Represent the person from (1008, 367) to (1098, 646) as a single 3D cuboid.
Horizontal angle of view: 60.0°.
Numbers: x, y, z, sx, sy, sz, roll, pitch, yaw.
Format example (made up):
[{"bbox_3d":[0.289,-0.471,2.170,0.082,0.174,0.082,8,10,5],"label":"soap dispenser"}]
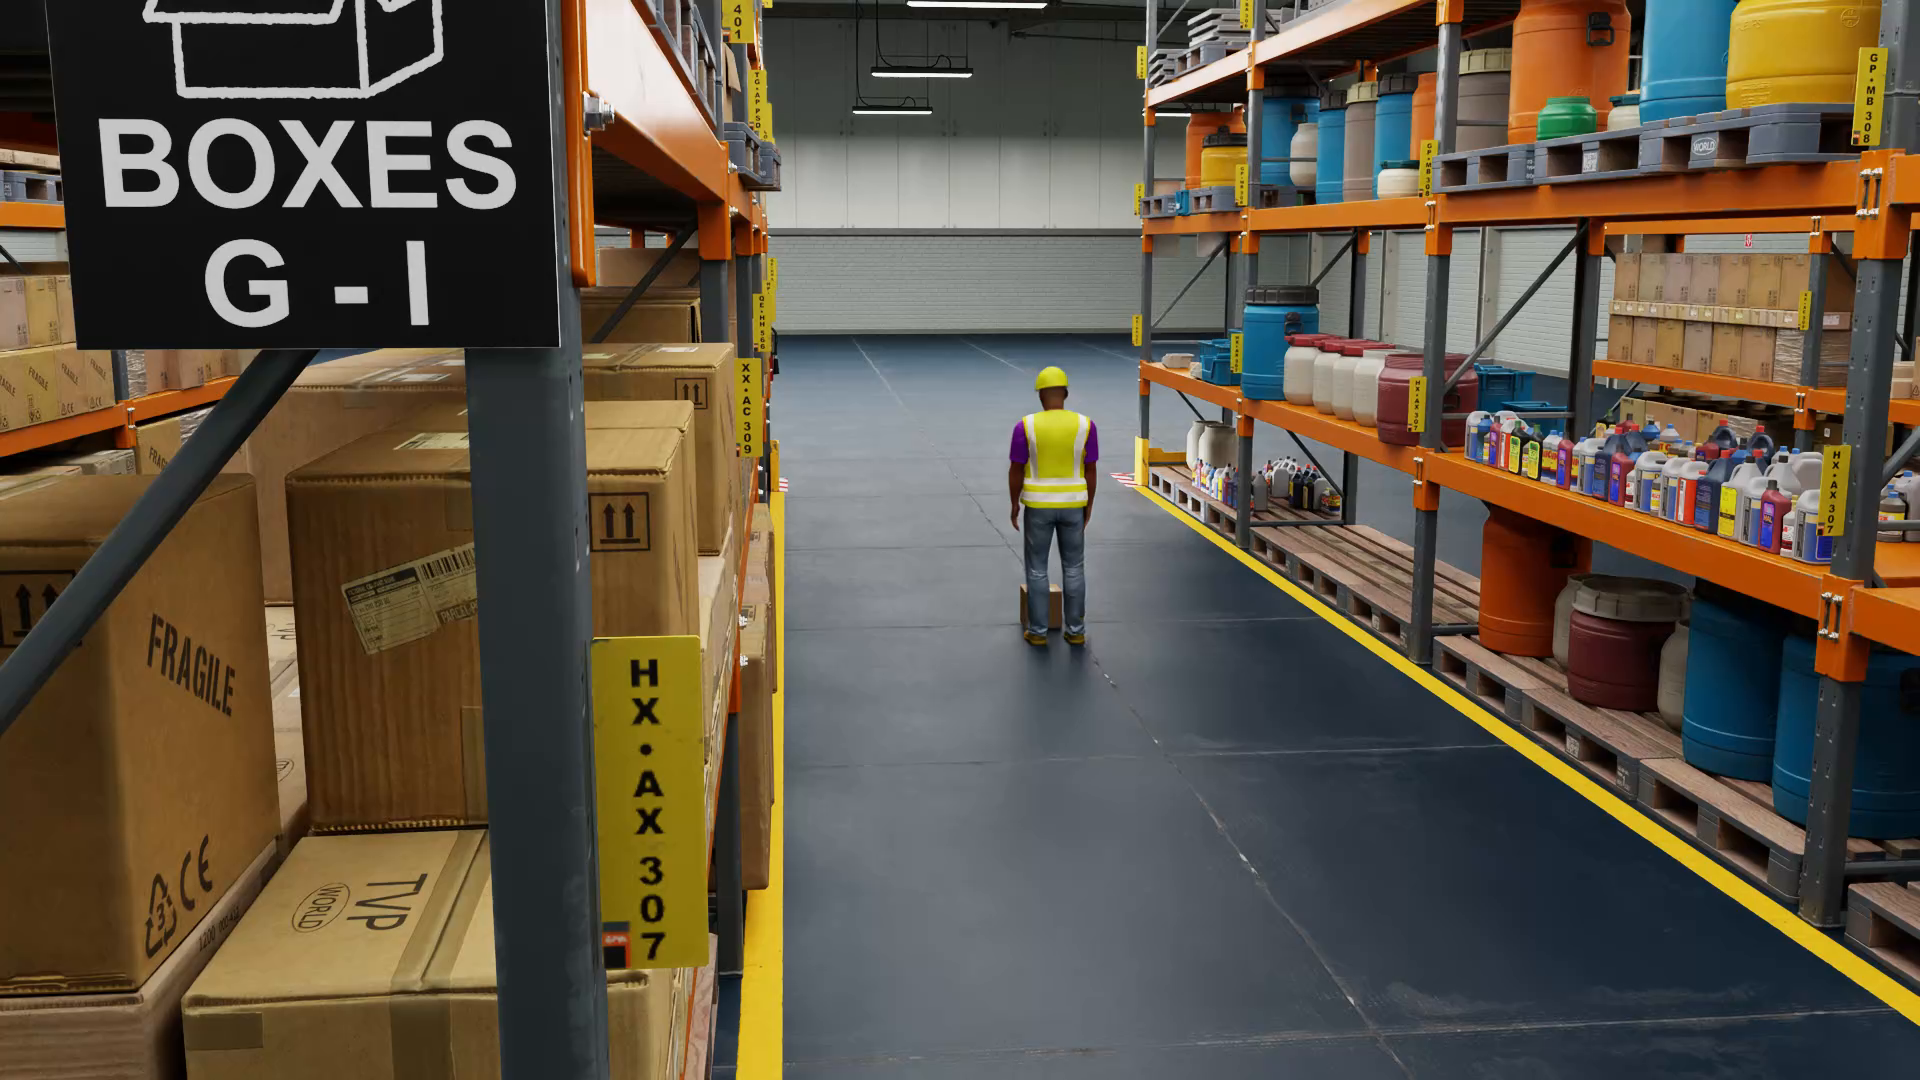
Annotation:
[{"bbox_3d":[0.586,-0.215,10.566,0.566,1.762,0.365,-1,10,-5],"label":"person"}]
